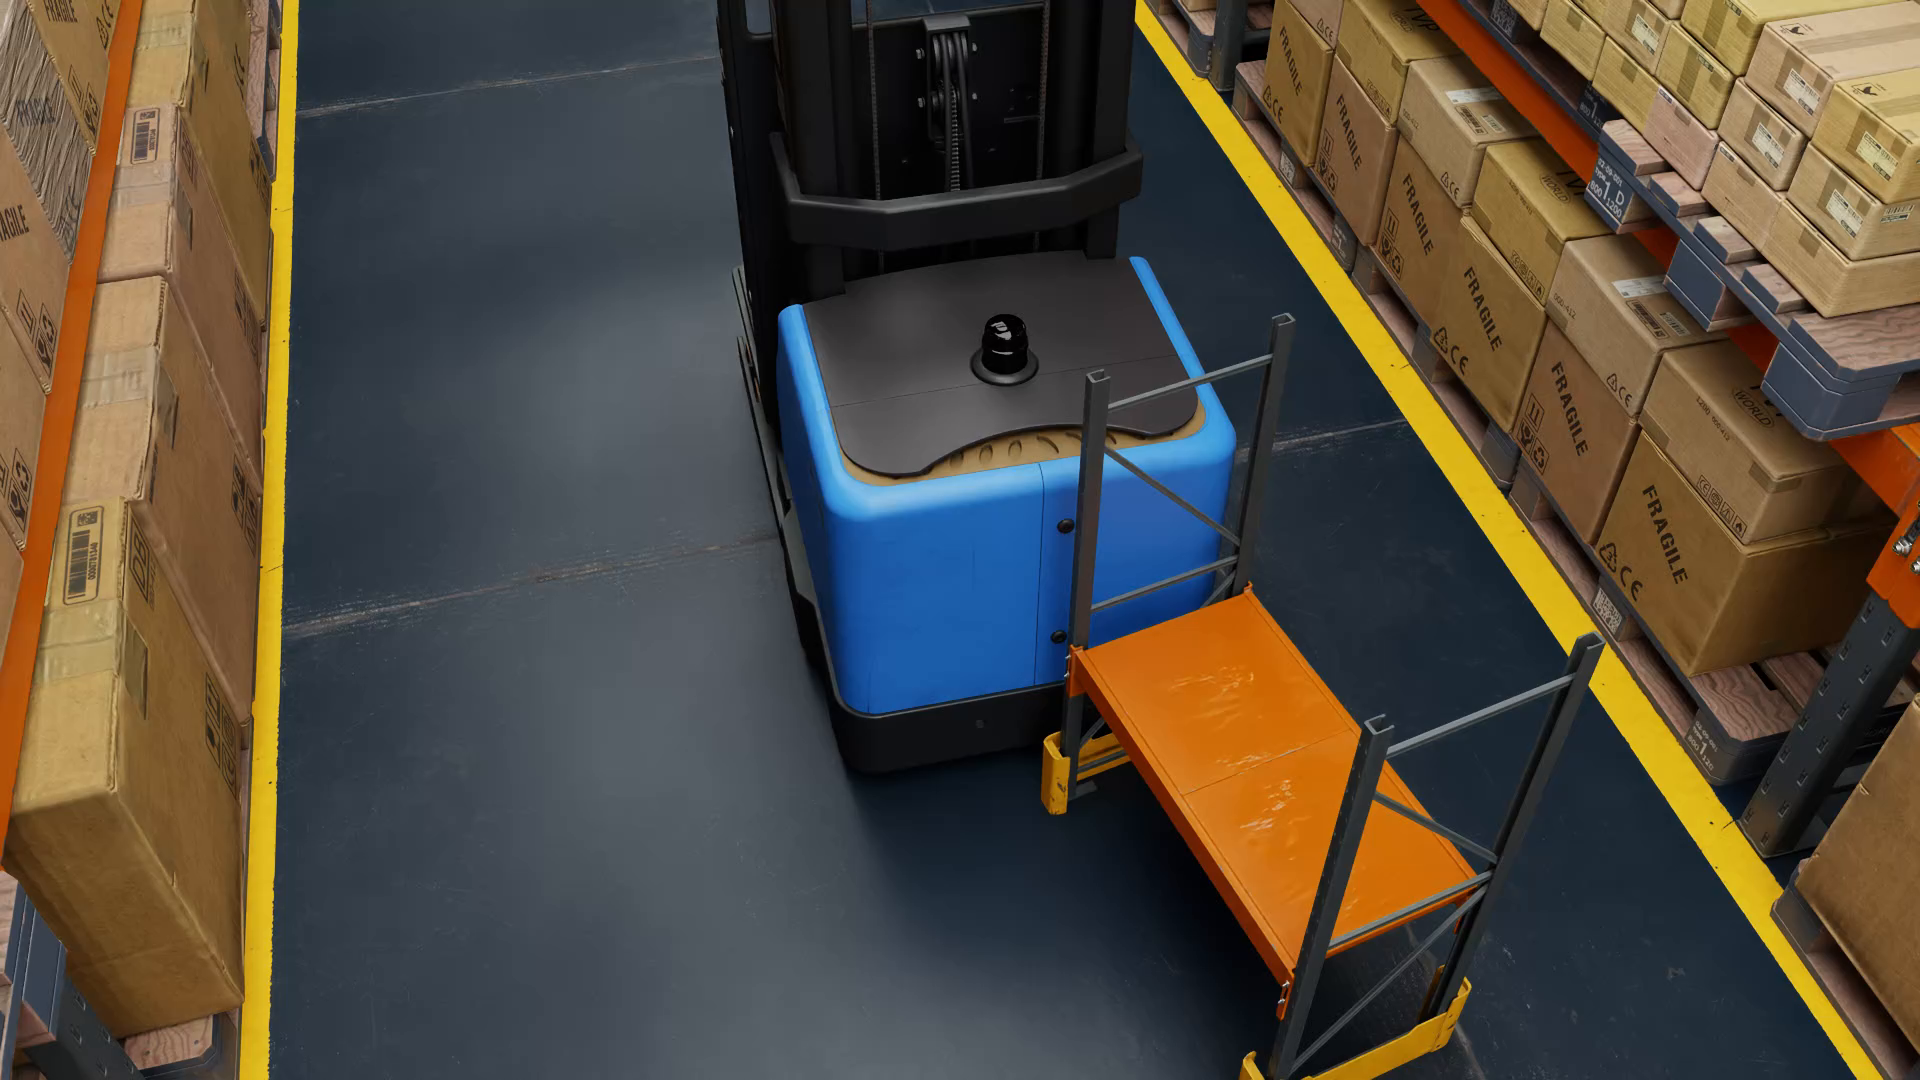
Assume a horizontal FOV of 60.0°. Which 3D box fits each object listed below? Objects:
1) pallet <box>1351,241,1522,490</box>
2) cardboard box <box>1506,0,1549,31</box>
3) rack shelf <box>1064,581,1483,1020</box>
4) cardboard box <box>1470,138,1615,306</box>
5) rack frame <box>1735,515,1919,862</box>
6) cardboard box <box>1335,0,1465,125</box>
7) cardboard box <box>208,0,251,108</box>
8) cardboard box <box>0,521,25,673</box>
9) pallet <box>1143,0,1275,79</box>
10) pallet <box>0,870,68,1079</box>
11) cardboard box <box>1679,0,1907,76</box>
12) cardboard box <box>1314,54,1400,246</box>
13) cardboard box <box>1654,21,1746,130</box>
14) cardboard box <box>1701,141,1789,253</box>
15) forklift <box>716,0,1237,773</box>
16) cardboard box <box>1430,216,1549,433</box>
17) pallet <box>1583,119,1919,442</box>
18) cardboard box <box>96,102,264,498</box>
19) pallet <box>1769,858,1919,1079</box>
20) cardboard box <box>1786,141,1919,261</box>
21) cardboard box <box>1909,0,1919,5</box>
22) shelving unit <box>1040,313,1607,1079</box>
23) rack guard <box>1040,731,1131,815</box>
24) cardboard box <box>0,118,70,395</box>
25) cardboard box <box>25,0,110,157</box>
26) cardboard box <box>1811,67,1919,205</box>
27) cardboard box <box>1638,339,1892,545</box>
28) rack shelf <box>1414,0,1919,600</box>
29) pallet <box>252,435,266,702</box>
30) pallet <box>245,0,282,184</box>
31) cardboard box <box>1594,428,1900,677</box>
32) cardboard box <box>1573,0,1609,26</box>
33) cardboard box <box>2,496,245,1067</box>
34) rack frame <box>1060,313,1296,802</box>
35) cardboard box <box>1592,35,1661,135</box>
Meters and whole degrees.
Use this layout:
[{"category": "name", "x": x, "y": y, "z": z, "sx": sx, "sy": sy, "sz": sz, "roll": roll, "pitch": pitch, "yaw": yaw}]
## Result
[{"category": "pallet", "x": 2.088, "y": -0.736, "z": 5.823, "sx": 1.003, "sy": 0.211, "sz": 1.213, "roll": -11, "pitch": 47, "yaw": -10}, {"category": "cardboard box", "x": 1.702, "y": -1.533, "z": 4.534, "sx": 0.380, "sy": 0.149, "sz": 0.250, "roll": -9, "pitch": 46, "yaw": -9}, {"category": "rack shelf", "x": 0.711, "y": 0.568, "z": 3.895, "sx": 0.538, "sy": 0.185, "sz": 1.000, "roll": -18, "pitch": 48, "yaw": -17}, {"category": "cardboard box", "x": 1.912, "y": -0.990, "z": 5.052, "sx": 0.500, "sy": 0.250, "sz": 0.500, "roll": -10, "pitch": 46, "yaw": -9}, {"category": "rack frame", "x": 2.596, "y": -0.331, "z": 3.474, "sx": 1.000, "sy": 3.000, "sz": 0.127, "roll": -11, "pitch": 47, "yaw": -10}, {"category": "cardboard box", "x": 1.644, "y": -1.702, "z": 5.749, "sx": 0.500, "sy": 0.250, "sz": 0.500, "roll": -10, "pitch": 46, "yaw": -9}, {"category": "cardboard box", "x": -3.341, "y": -2.129, "z": 6.430, "sx": 0.875, "sy": 0.875, "sz": 0.875, "roll": -11, "pitch": 47, "yaw": -10}, {"category": "cardboard box", "x": -2.086, "y": 0.086, "z": 2.996, "sx": 0.500, "sy": 0.500, "sz": 0.500, "roll": -9, "pitch": 46, "yaw": -9}, {"category": "pallet", "x": 1.365, "y": -2.574, "z": 7.625, "sx": 1.003, "sy": 0.211, "sz": 1.213, "roll": -11, "pitch": 47, "yaw": -10}, {"category": "pallet", "x": -1.939, "y": 1.046, "z": 2.259, "sx": 1.213, "sy": 0.211, "sz": 1.003, "roll": -11, "pitch": 47, "yaw": -10}, {"category": "cardboard box", "x": 1.898, "y": -1.208, "z": 3.799, "sx": 0.380, "sy": 0.149, "sz": 0.250, "roll": -9, "pitch": 46, "yaw": -9}, {"category": "cardboard box", "x": 1.641, "y": -1.441, "z": 6.018, "sx": 0.500, "sy": 0.500, "sz": 0.500, "roll": -9, "pitch": 46, "yaw": -9}, {"category": "cardboard box", "x": 1.889, "y": -1.117, "z": 3.918, "sx": 0.380, "sy": 0.149, "sz": 0.250, "roll": -10, "pitch": 46, "yaw": -9}, {"category": "cardboard box", "x": 1.963, "y": -0.819, "z": 3.834, "sx": 0.380, "sy": 0.149, "sz": 0.250, "roll": -11, "pitch": 47, "yaw": -10}, {"category": "forklift", "x": -0.143, "y": -1.464, "z": 4.633, "sx": 1.130, "sy": 2.935, "sz": 3.031, "roll": -9, "pitch": 46, "yaw": -9}, {"category": "cardboard box", "x": 1.894, "y": -0.731, "z": 5.322, "sx": 0.500, "sy": 0.500, "sz": 0.500, "roll": -13, "pitch": 47, "yaw": -12}, {"category": "pallet", "x": 2.310, "y": -0.737, "z": 4.006, "sx": 1.213, "sy": 0.211, "sz": 1.003, "roll": -11, "pitch": 47, "yaw": -10}, {"category": "cardboard box", "x": -2.836, "y": -0.604, "z": 4.935, "sx": 1.225, "sy": 0.875, "sz": 0.875, "roll": -12, "pitch": 47, "yaw": -12}, {"category": "pallet", "x": 2.725, "y": 1.203, "z": 3.923, "sx": 1.003, "sy": 0.211, "sz": 1.213, "roll": -11, "pitch": 47, "yaw": -10}, {"category": "cardboard box", "x": 2.029, "y": -0.752, "z": 3.561, "sx": 0.380, "sy": 0.149, "sz": 0.250, "roll": -10, "pitch": 46, "yaw": -9}, {"category": "cardboard box", "x": 2.523, "y": -1.235, "z": 4.034, "sx": 0.380, "sy": 0.149, "sz": 0.250, "roll": -12, "pitch": 47, "yaw": -12}, {"category": "shelving unit", "x": 0.707, "y": 0.436, "z": 3.773, "sx": 0.587, "sy": 1.500, "sz": 1.083, "roll": -18, "pitch": 48, "yaw": -17}, {"category": "rack guard", "x": 0.498, "y": 0.550, "z": 4.536, "sx": 0.587, "sy": 0.250, "sz": 0.087, "roll": -18, "pitch": 48, "yaw": -17}, {"category": "cardboard box", "x": -2.355, "y": -0.623, "z": 3.690, "sx": 0.500, "sy": 0.500, "sz": 0.500, "roll": -11, "pitch": 47, "yaw": -11}, {"category": "cardboard box", "x": -2.605, "y": -1.315, "z": 4.369, "sx": 0.500, "sy": 0.500, "sz": 0.500, "roll": -11, "pitch": 47, "yaw": -11}, {"category": "cardboard box", "x": 2.027, "y": -0.853, "z": 3.451, "sx": 0.380, "sy": 0.149, "sz": 0.250, "roll": -12, "pitch": 47, "yaw": -12}, {"category": "cardboard box", "x": 2.167, "y": -0.290, "z": 4.365, "sx": 0.500, "sy": 0.250, "sz": 0.500, "roll": -12, "pitch": 47, "yaw": -11}, {"category": "rack shelf", "x": 2.084, "y": -1.460, "z": 5.085, "sx": 1.077, "sy": 0.370, "sz": 4.000, "roll": -11, "pitch": 47, "yaw": -10}, {"category": "pallet", "x": -2.663, "y": 0.083, "z": 5.021, "sx": 1.003, "sy": 0.211, "sz": 1.213, "roll": -11, "pitch": 47, "yaw": -10}, {"category": "pallet", "x": -3.368, "y": -1.819, "z": 6.885, "sx": 1.003, "sy": 0.211, "sz": 1.213, "roll": -11, "pitch": 47, "yaw": -10}, {"category": "cardboard box", "x": 2.174, "y": -0.010, "z": 4.616, "sx": 0.500, "sy": 0.500, "sz": 0.500, "roll": -11, "pitch": 47, "yaw": -11}, {"category": "cardboard box", "x": 1.764, "y": -1.463, "z": 4.257, "sx": 0.380, "sy": 0.149, "sz": 0.250, "roll": -11, "pitch": 47, "yaw": -11}, {"category": "cardboard box", "x": -2.381, "y": 0.622, "z": 3.734, "sx": 1.225, "sy": 0.875, "sz": 0.875, "roll": -13, "pitch": 47, "yaw": -12}, {"category": "rack frame", "x": 0.497, "y": 0.112, "z": 4.090, "sx": 0.500, "sy": 1.500, "sz": 0.032, "roll": -18, "pitch": 48, "yaw": -17}, {"category": "cardboard box", "x": 1.837, "y": -1.169, "z": 4.177, "sx": 0.380, "sy": 0.149, "sz": 0.250, "roll": -11, "pitch": 47, "yaw": -11}]
